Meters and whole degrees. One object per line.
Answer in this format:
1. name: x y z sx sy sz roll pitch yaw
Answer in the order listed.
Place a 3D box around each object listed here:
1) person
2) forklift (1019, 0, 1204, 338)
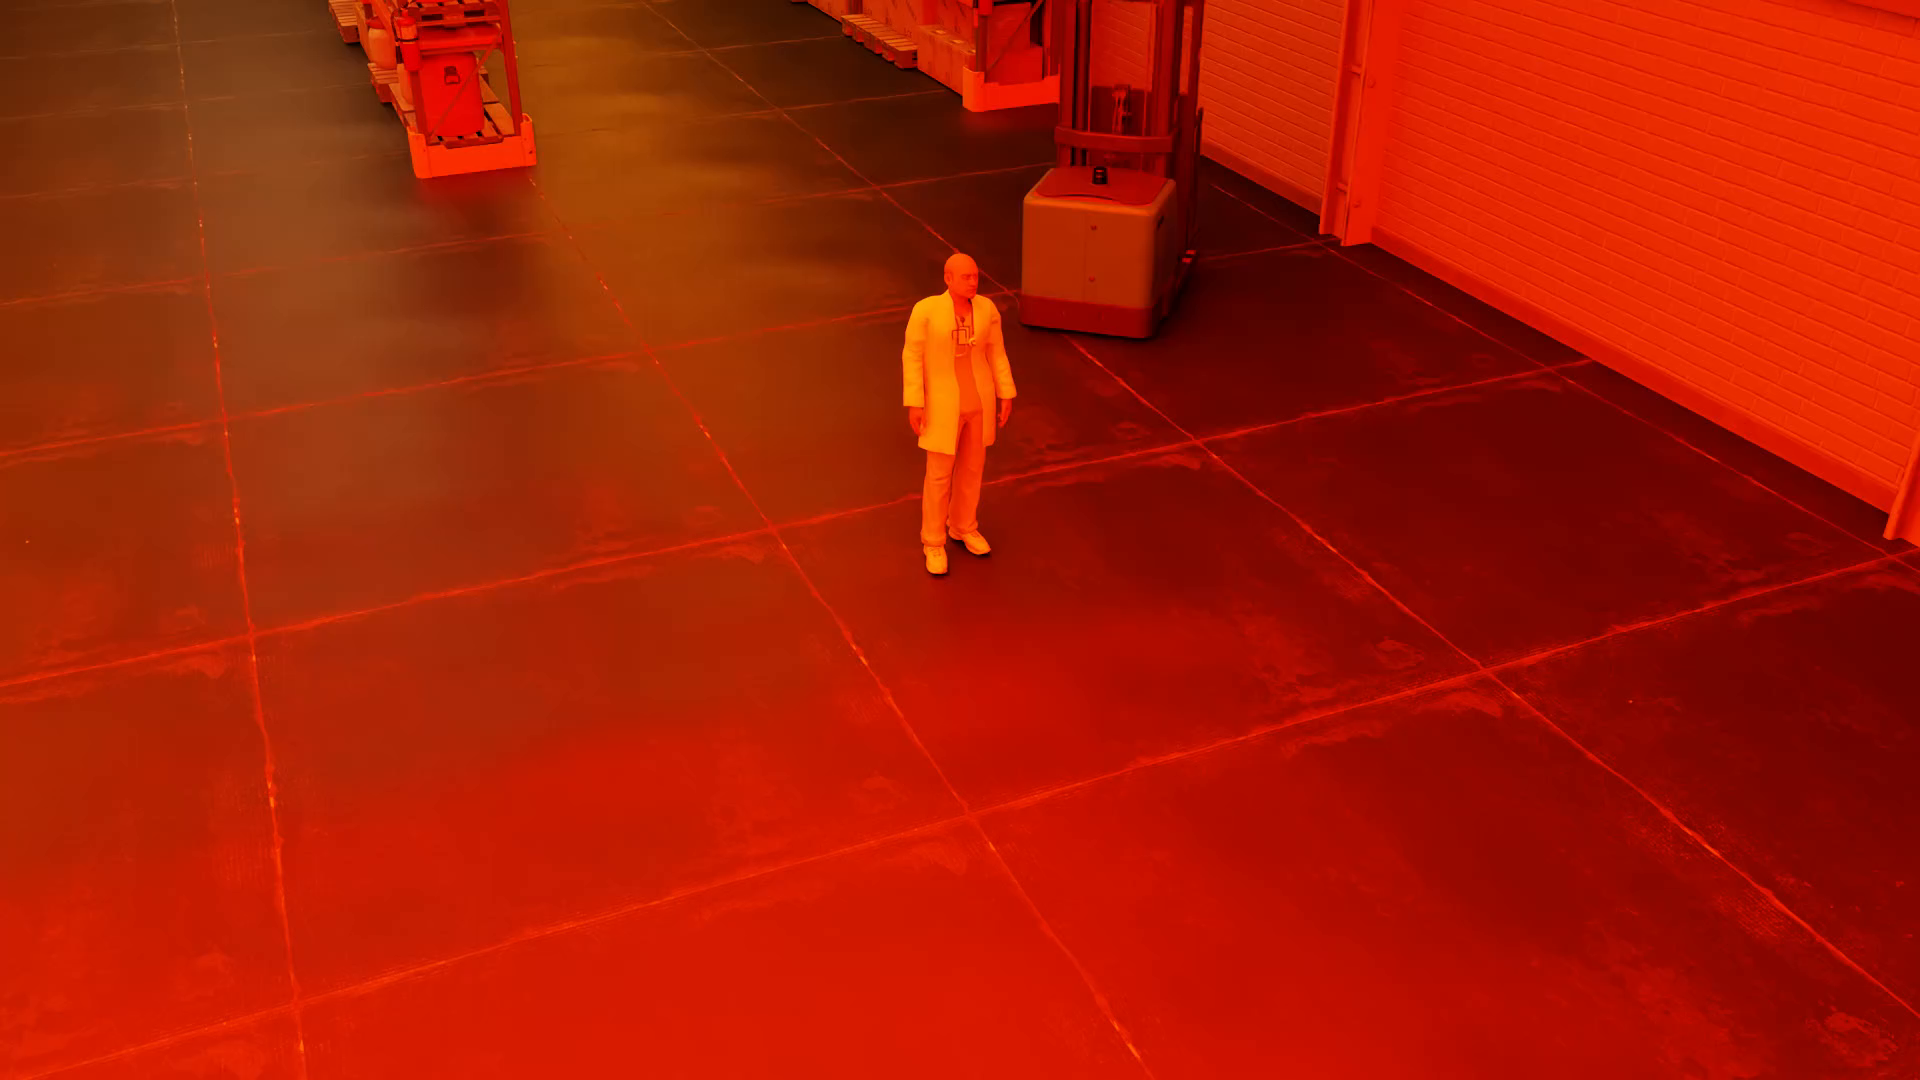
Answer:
1. person: 0.033 -0.736 9.554 0.698 1.777 0.578 -12 32 -20
2. forklift: 1.390 -3.519 13.274 1.130 2.935 3.031 9 31 15
